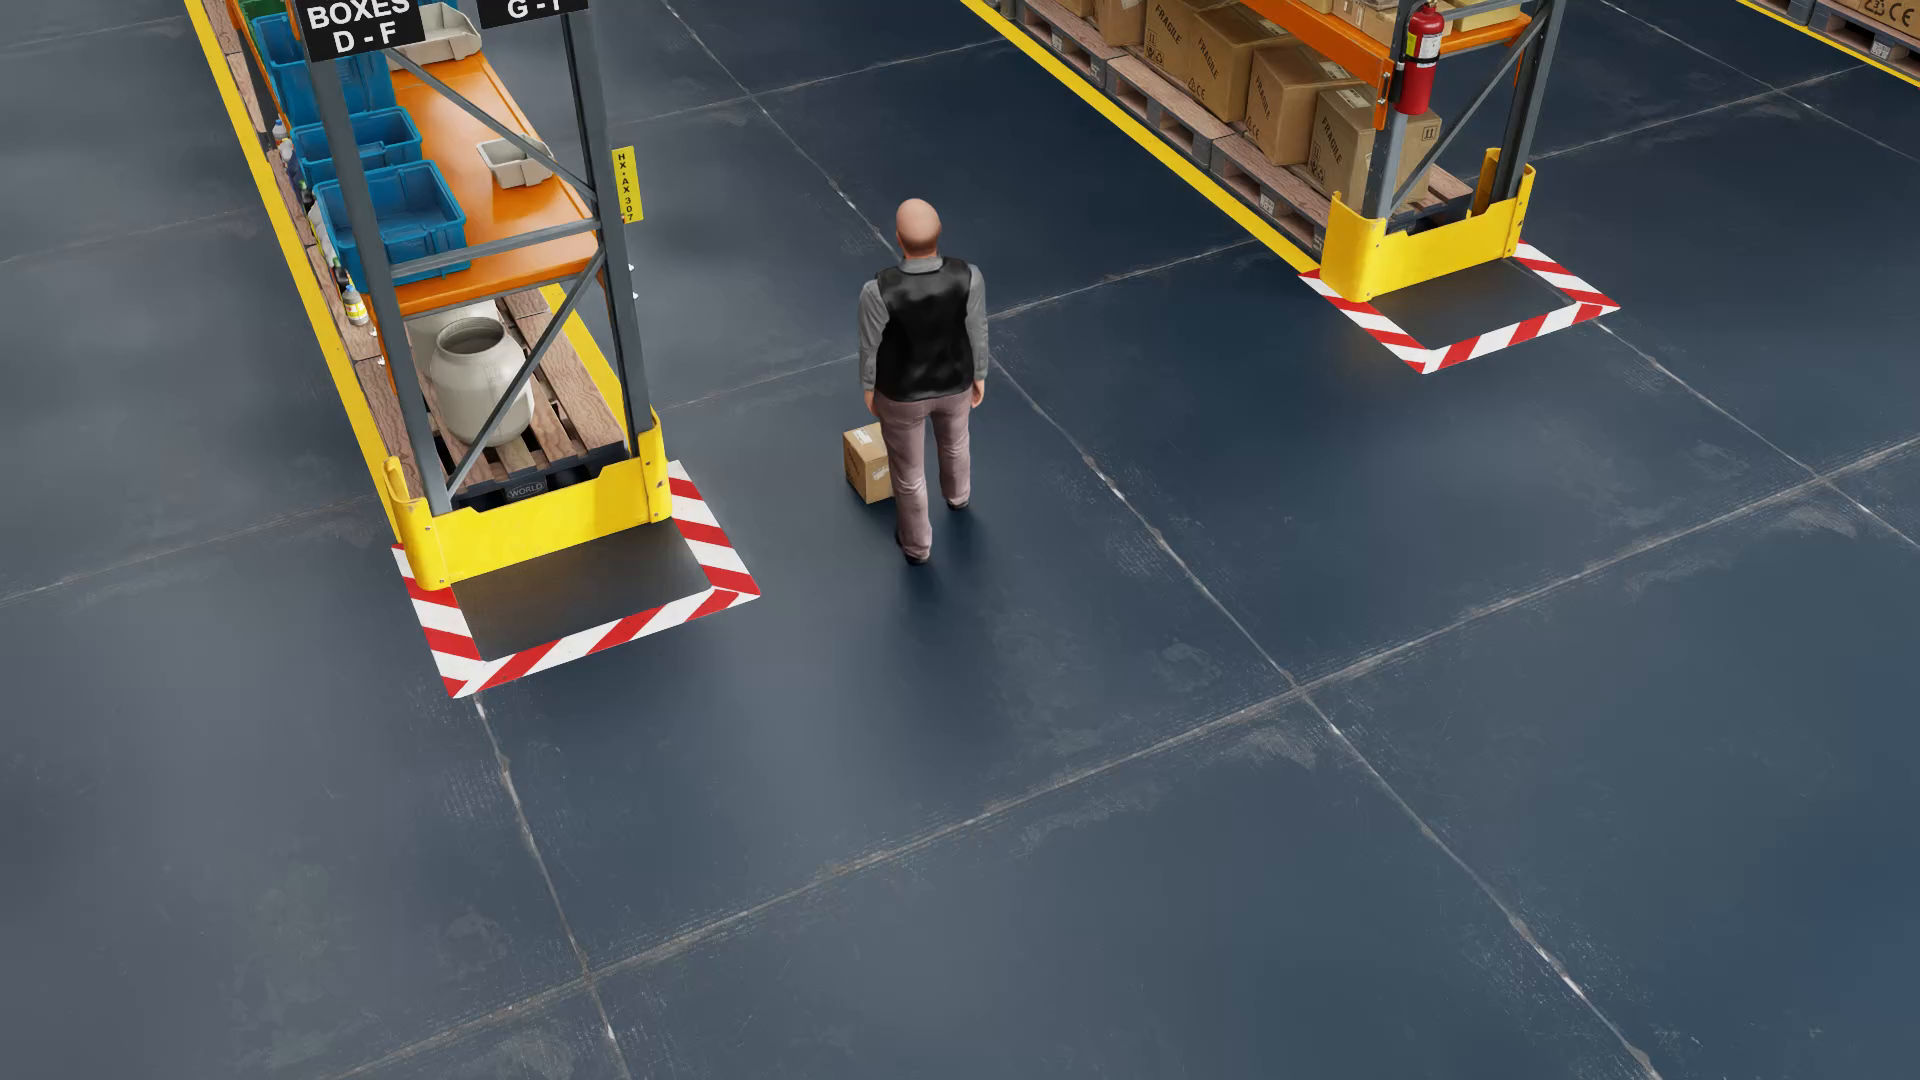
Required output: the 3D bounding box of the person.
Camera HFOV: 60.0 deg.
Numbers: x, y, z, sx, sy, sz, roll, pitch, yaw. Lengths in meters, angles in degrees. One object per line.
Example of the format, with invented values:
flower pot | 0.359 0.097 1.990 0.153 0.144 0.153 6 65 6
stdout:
person | -0.175 -0.722 6.997 0.568 1.721 0.603 -13 43 -14
